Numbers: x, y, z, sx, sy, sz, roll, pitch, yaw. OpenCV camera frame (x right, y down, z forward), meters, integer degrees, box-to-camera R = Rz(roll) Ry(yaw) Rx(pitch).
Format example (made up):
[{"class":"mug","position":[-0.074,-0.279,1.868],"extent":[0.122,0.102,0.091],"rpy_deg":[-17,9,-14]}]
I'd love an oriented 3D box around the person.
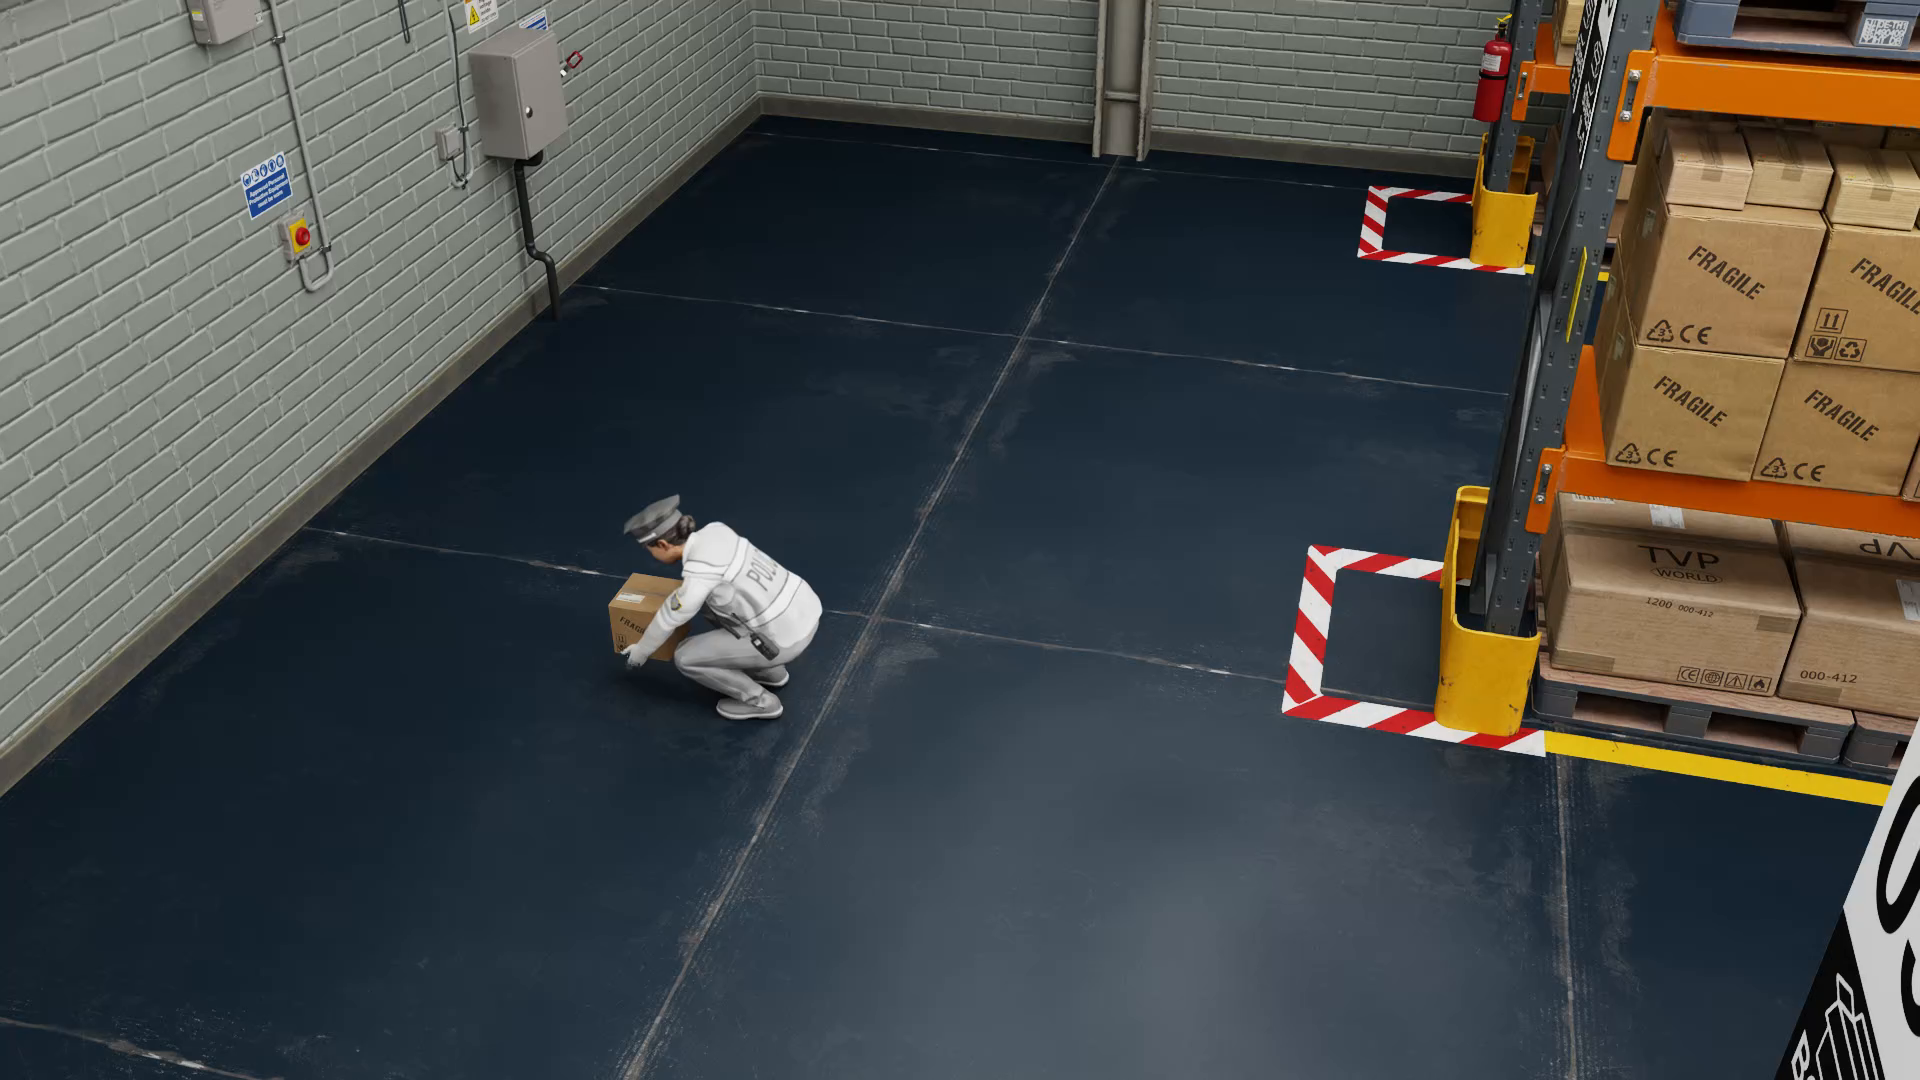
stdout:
[{"class":"person","position":[-0.996,0.249,6.912],"extent":[0.831,0.965,0.494],"rpy_deg":[8,34,12]}]
